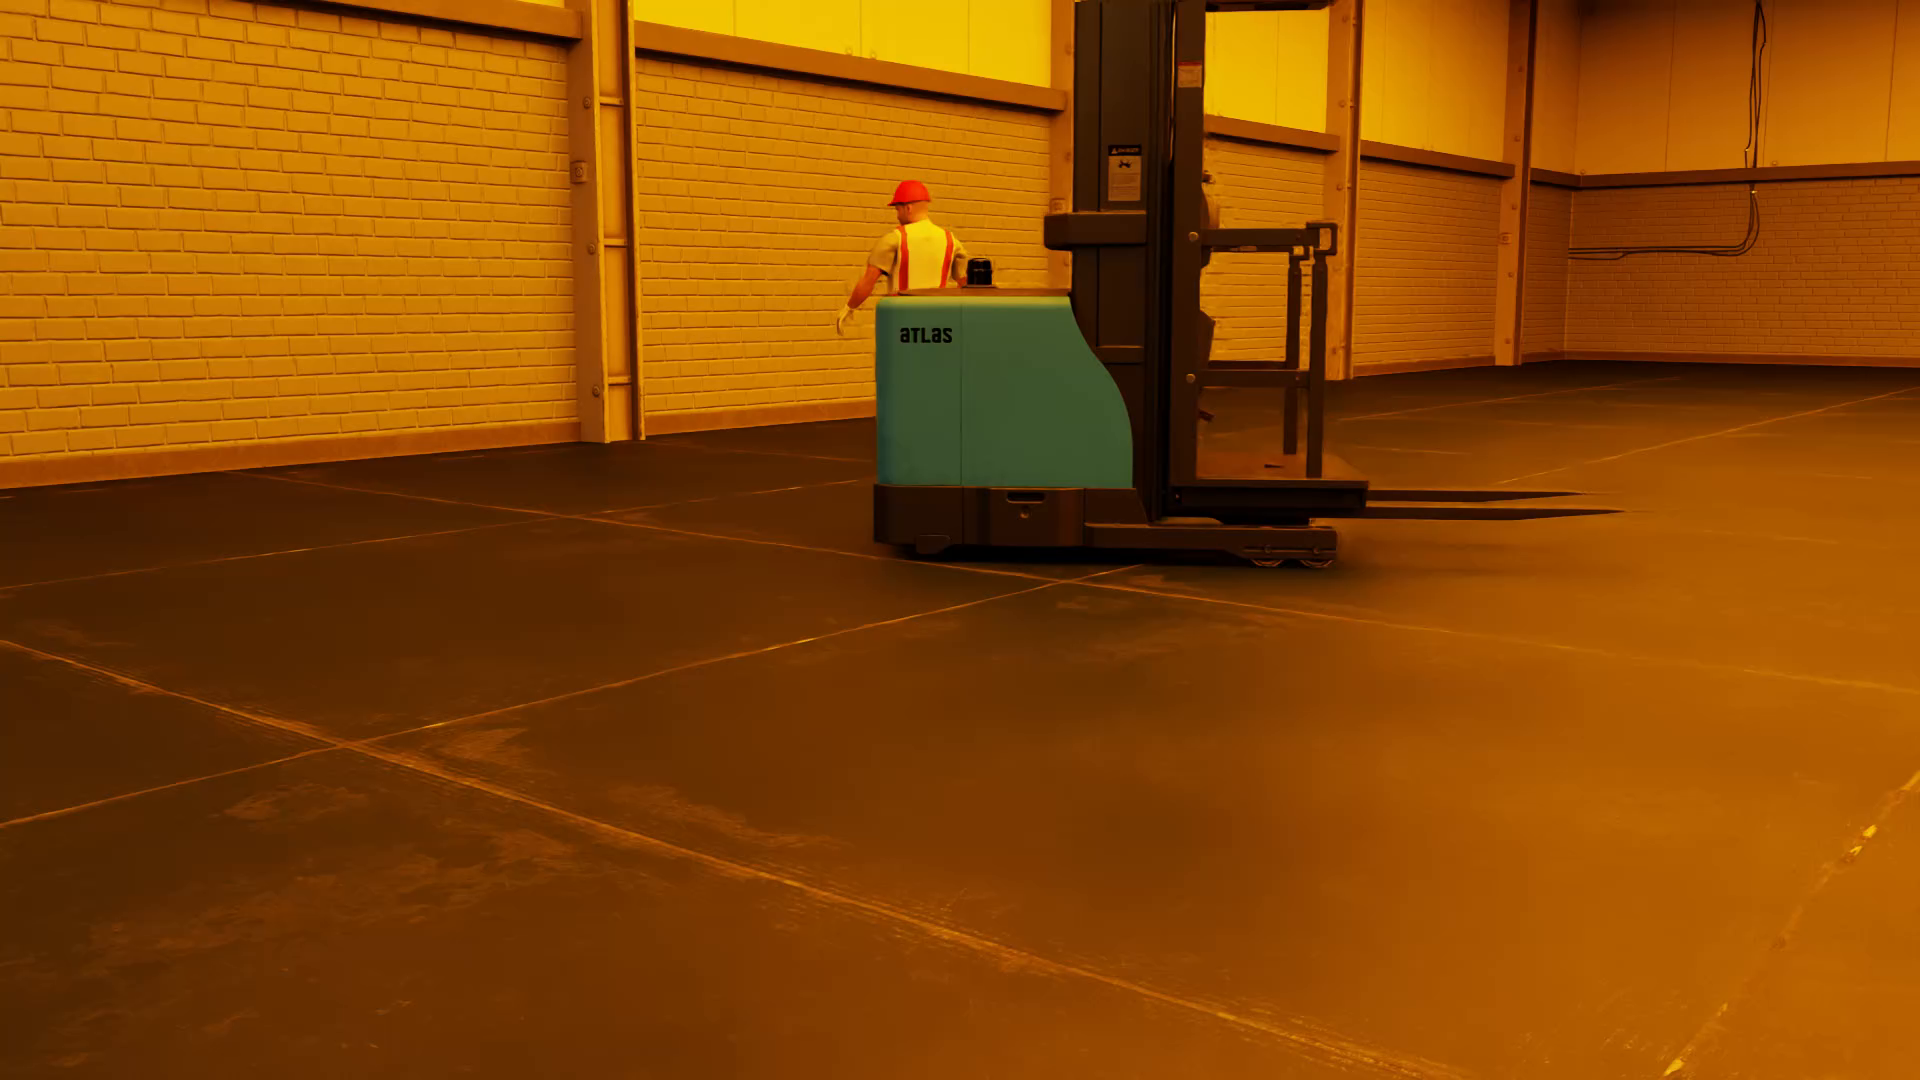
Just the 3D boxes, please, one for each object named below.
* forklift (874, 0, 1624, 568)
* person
[{"bbox_3d":[1.193,-1.418,6.969,3.031,2.935,1.130,1,8,6],"label":"forklift"},{"bbox_3d":[-0.321,-1.267,10.056,0.844,1.773,0.483,-3,9,-18],"label":"person"}]
